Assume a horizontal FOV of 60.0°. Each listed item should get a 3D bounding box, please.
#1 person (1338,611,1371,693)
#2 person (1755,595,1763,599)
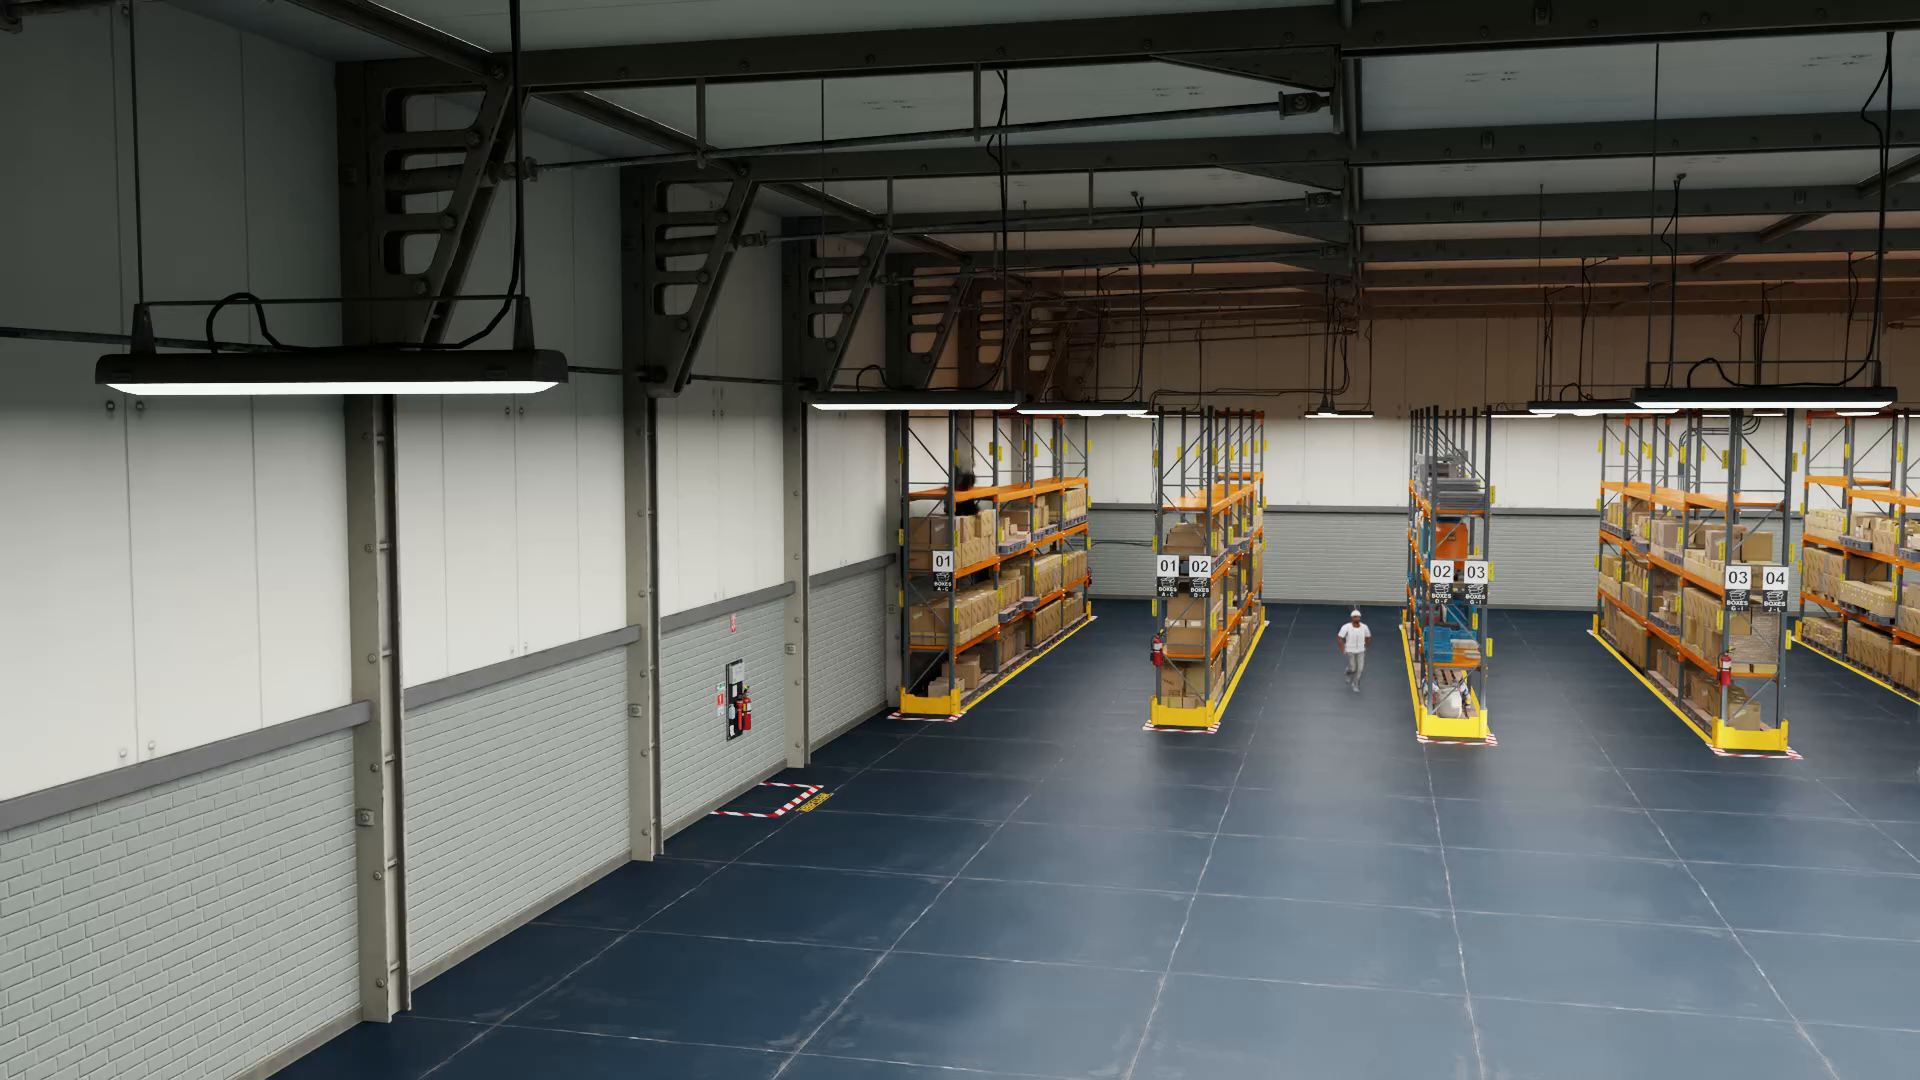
[{"bbox_3d":[8.358,2.345,35.165,0.702,1.721,0.589,0,4,-1],"label":"person"},{"bbox_3d":[20.715,1.739,43.804,0.804,1.765,0.766,4,6,43],"label":"person"}]
